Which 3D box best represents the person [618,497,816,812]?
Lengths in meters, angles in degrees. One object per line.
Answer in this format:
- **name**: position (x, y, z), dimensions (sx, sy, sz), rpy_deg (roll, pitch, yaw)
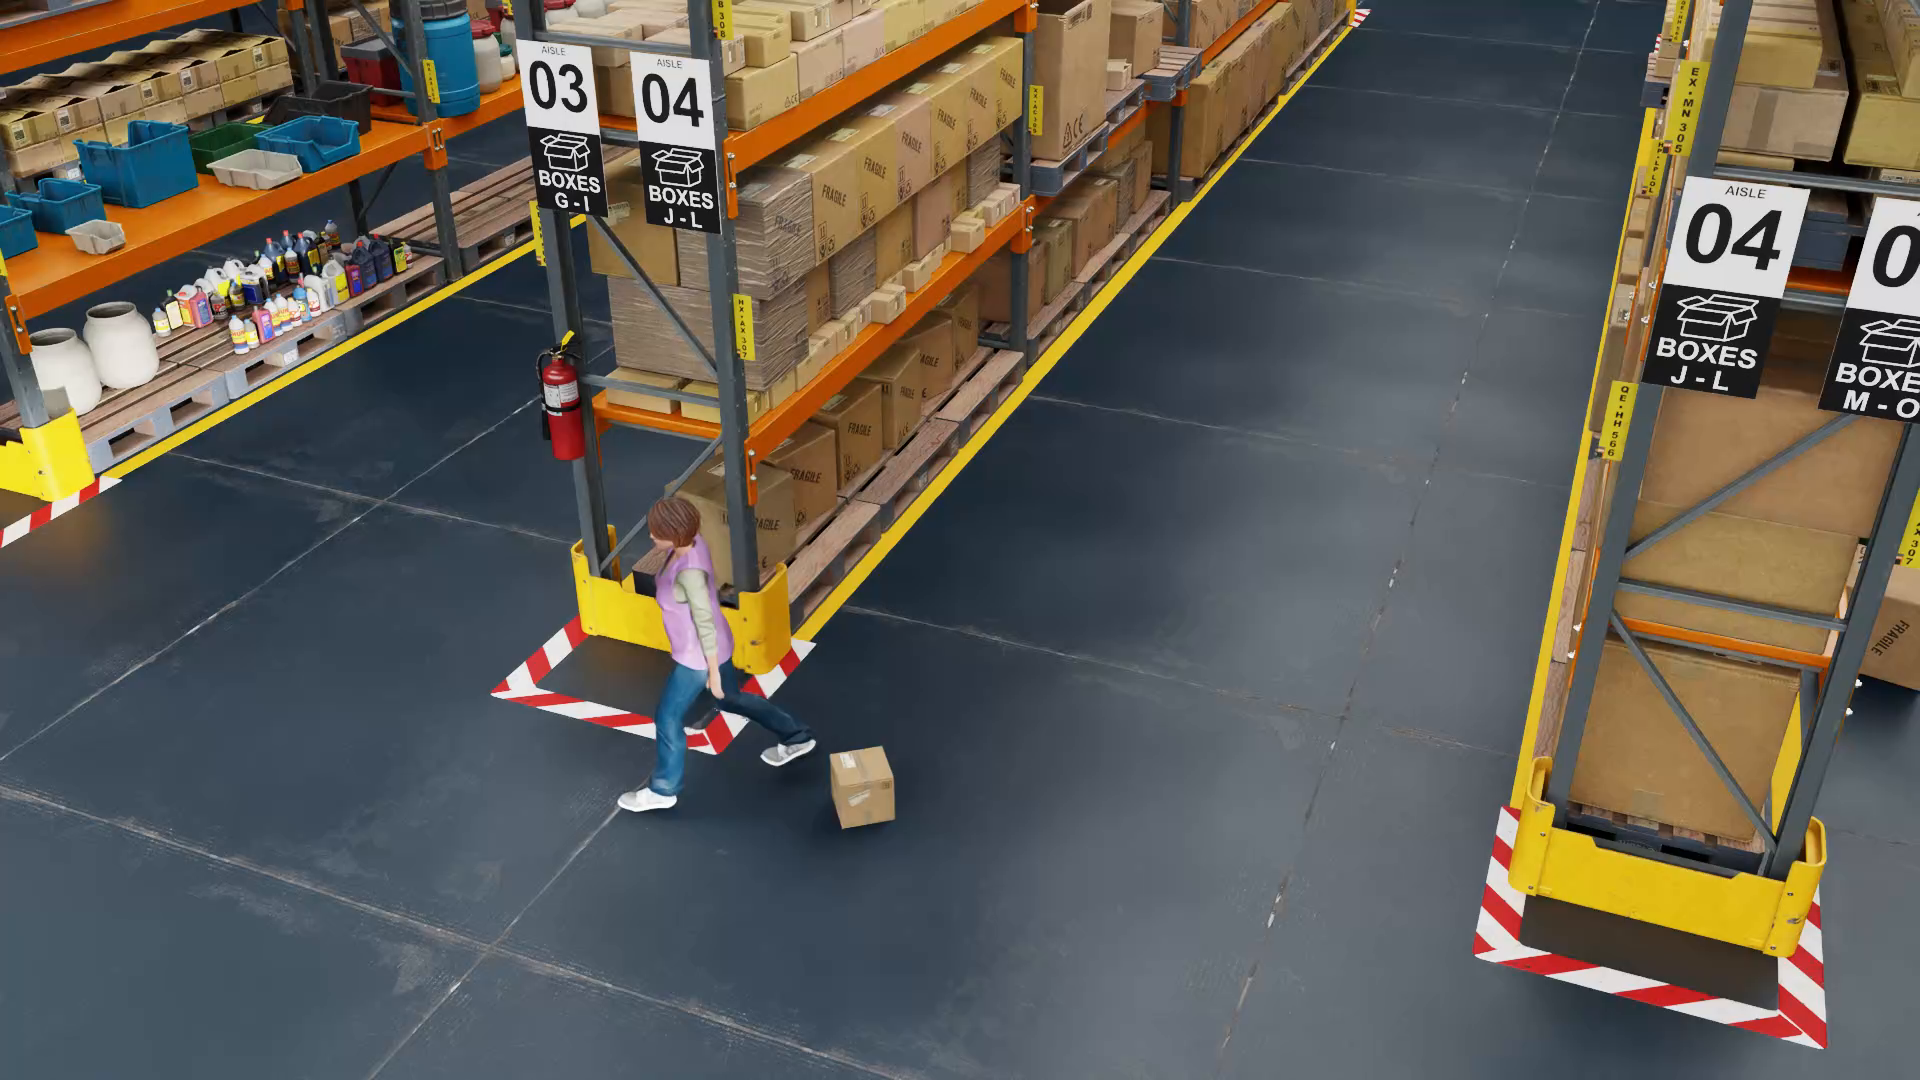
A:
- **person**: position (-1.147, 0.492, 7.546), dimensions (0.932, 1.545, 0.423), rpy_deg (-3, 30, -5)
